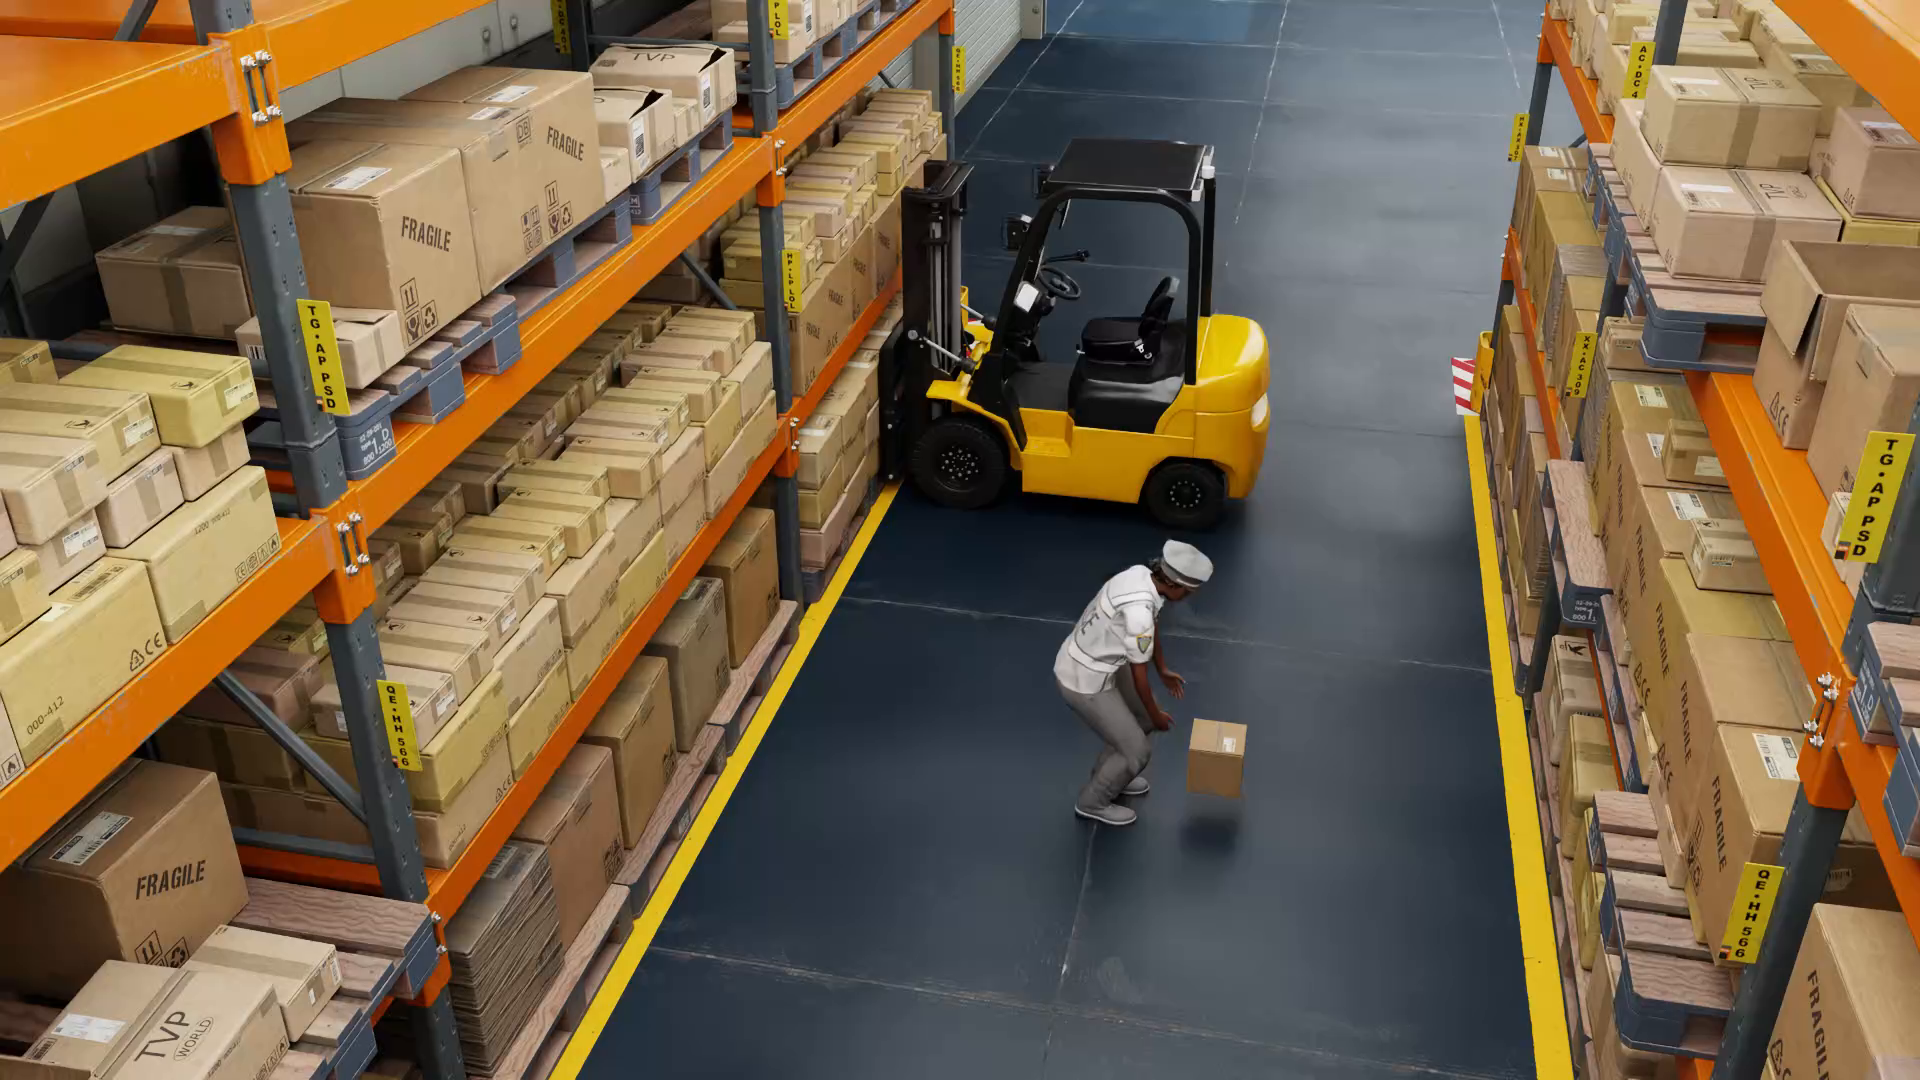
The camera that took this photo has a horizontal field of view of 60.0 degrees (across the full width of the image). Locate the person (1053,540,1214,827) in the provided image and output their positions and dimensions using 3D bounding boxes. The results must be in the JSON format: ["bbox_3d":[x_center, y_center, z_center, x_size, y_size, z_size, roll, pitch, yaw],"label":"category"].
[{"bbox_3d":[0.786,0.639,7.726,0.689,1.414,0.495,6,30,11],"label":"person"}]
